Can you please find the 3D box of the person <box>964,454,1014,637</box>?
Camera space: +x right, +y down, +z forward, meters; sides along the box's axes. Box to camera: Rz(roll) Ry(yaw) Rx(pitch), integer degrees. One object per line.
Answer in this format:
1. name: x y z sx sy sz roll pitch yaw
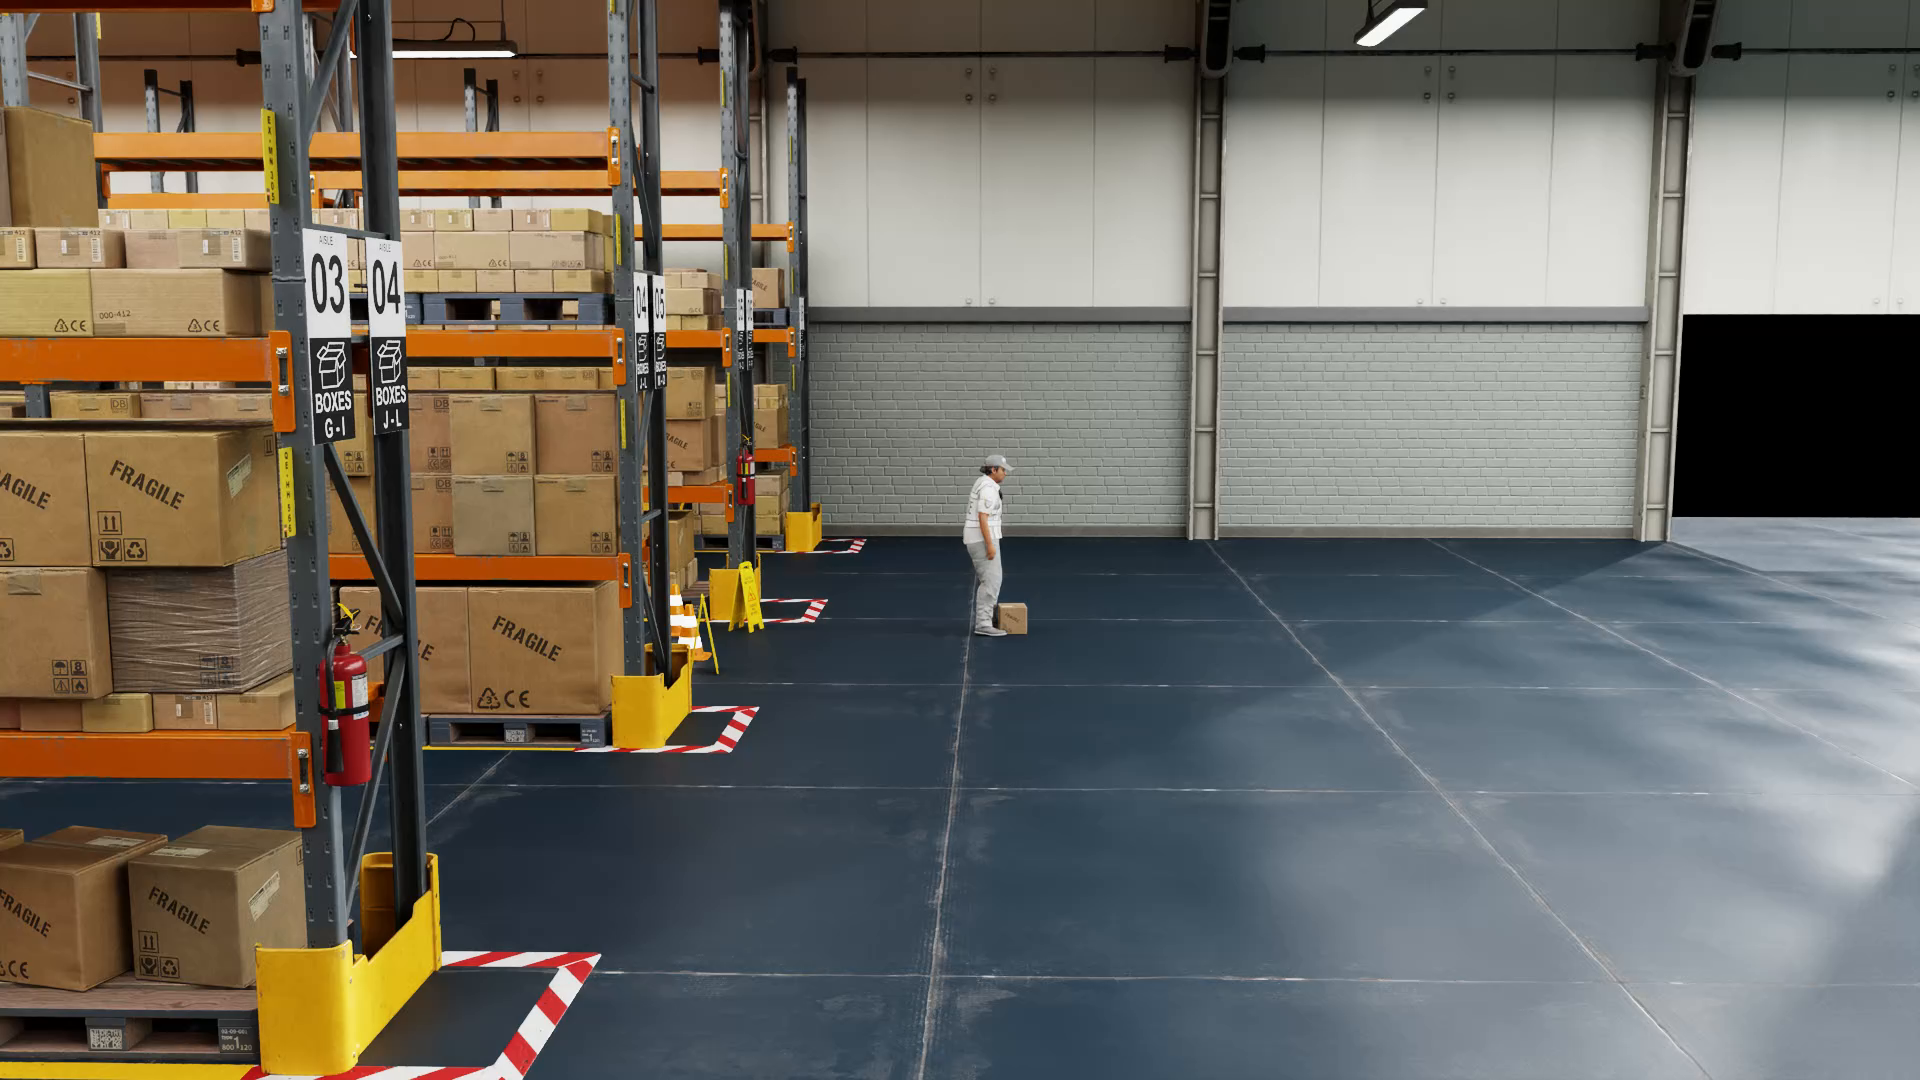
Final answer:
1. person: 0.272 0.034 15.487 0.471 1.666 0.544 0 7 1
